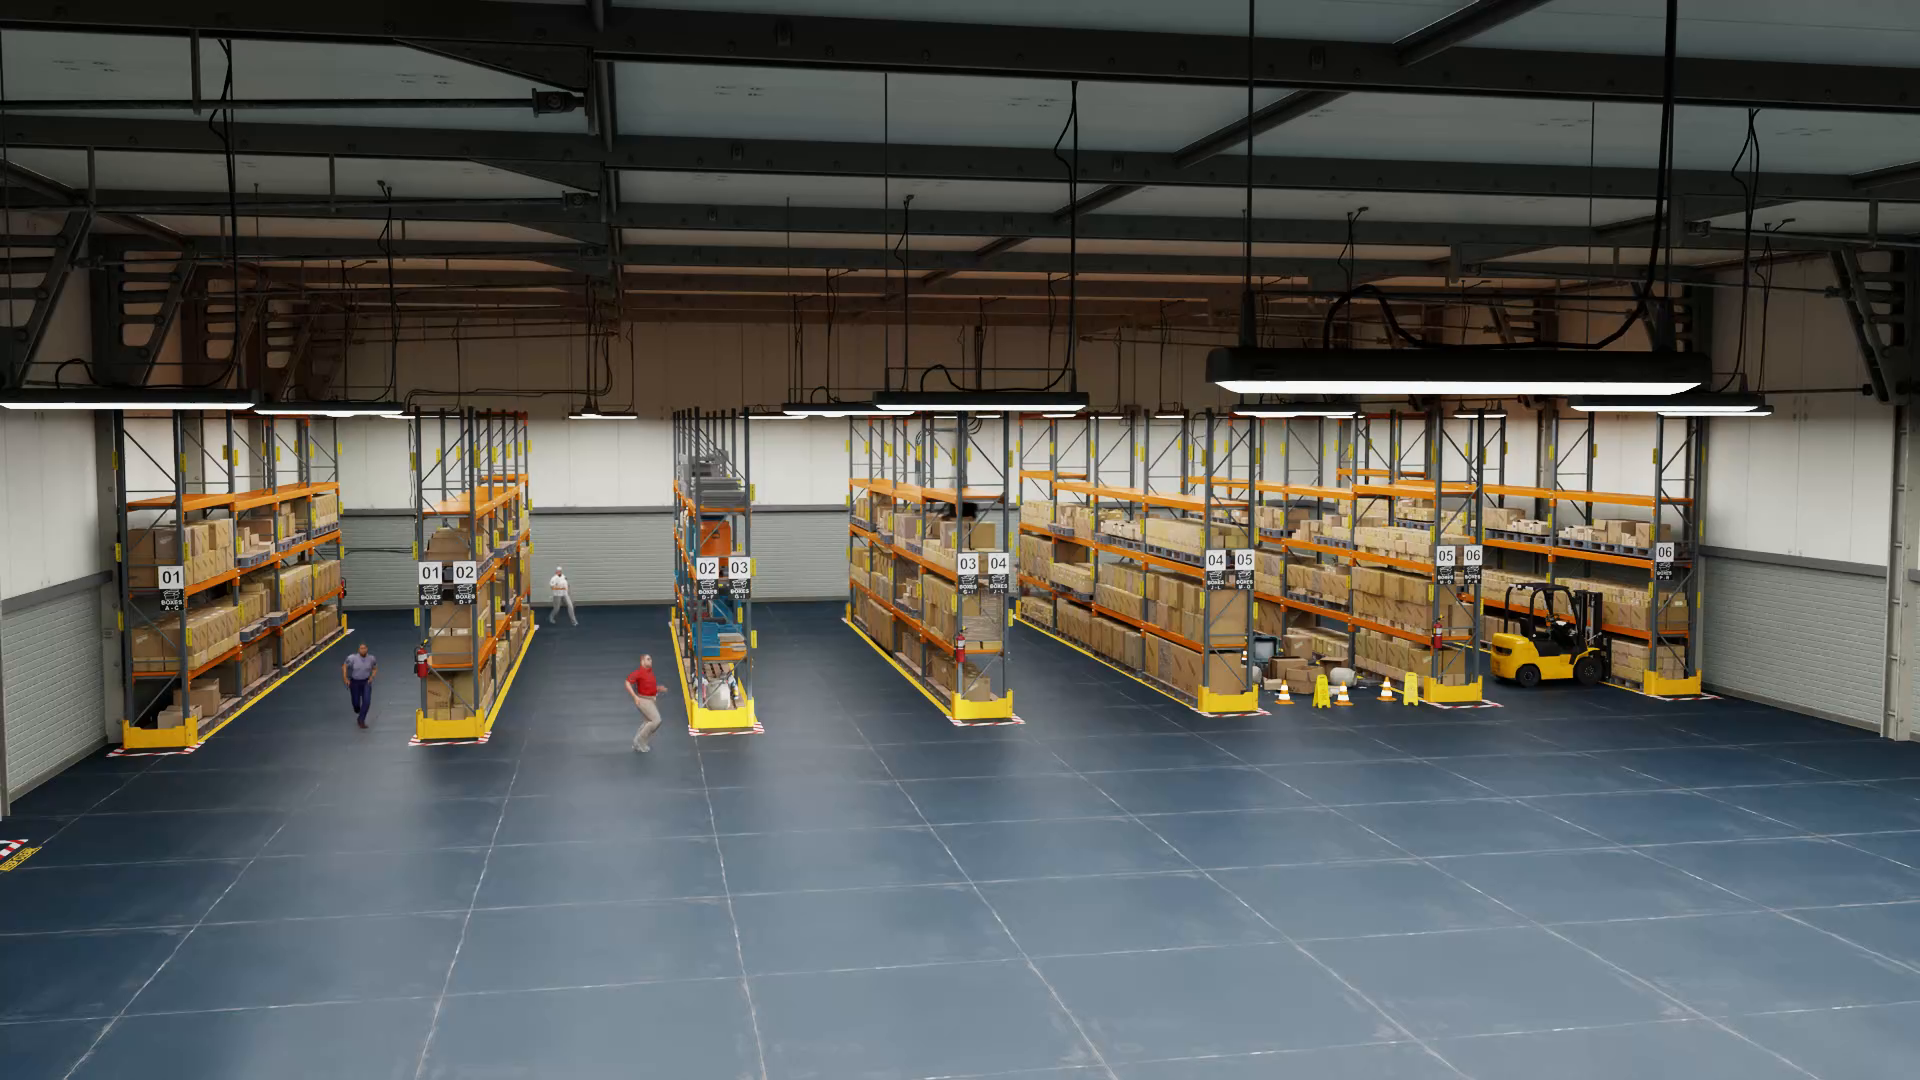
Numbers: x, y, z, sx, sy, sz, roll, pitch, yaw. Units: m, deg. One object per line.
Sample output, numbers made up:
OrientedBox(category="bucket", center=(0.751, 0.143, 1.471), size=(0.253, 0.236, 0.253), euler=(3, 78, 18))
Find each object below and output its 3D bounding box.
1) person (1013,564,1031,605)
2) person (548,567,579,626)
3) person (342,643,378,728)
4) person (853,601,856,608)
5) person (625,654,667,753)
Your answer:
OrientedBox(category="person", center=(1.995, 1.457, 49.692), size=(0.945, 1.536, 0.574), euler=(-2, 5, -27))
OrientedBox(category="person", center=(-11.227, 1.581, 46.727), size=(0.942, 1.666, 0.631), euler=(4, 6, 42))
OrientedBox(category="person", center=(-11.290, 2.723, 31.327), size=(0.637, 1.612, 0.668), euler=(-2, 5, -27))
OrientedBox(category="person", center=(-2.865, 1.394, 48.718), size=(0.856, 1.777, 0.729), euler=(-1, 4, -14))
OrientedBox(category="person", center=(-5.381, 2.823, 28.761), size=(0.649, 1.708, 0.647), euler=(1, 4, 11))
